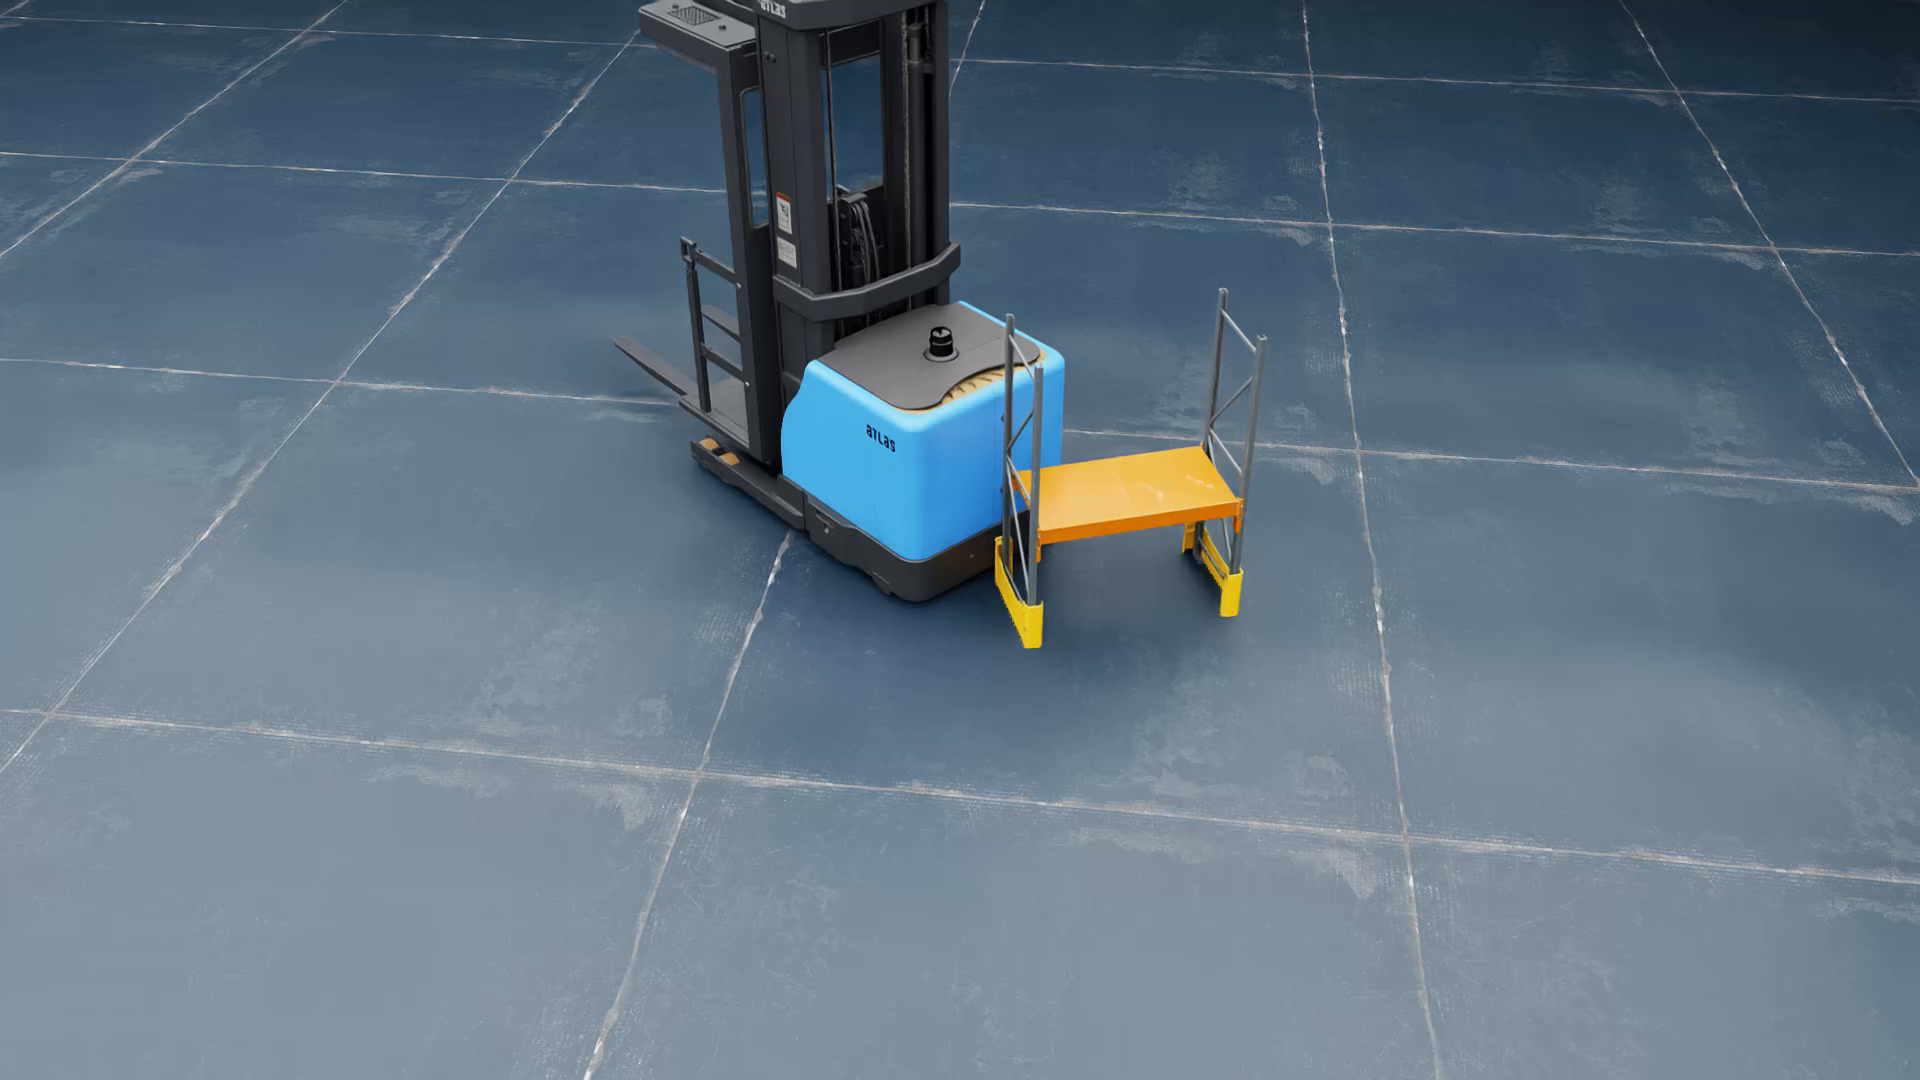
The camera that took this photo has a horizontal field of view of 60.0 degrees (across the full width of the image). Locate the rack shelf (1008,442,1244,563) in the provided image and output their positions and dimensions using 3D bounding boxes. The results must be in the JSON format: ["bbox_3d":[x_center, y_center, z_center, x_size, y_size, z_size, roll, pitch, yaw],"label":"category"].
[{"bbox_3d":[0.773,-0.187,7.887,1.000,0.185,0.538,-8,36,-12],"label":"rack shelf"}]

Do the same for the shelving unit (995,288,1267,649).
[{"bbox_3d":[0.764,-0.332,7.781,1.083,1.500,0.587,-8,36,-12],"label":"shelving unit"}]

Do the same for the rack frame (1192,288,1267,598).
[{"bbox_3d":[1.266,-0.406,7.884,0.032,1.500,0.500,-8,36,-12],"label":"rack frame"}]

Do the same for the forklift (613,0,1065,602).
[{"bbox_3d":[-0.823,-1.672,8.427,1.130,2.935,3.031,-27,43,-32],"label":"forklift"}]

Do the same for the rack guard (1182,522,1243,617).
[{"bbox_3d":[1.247,0.106,8.244,0.087,0.250,0.587,-8,36,-12],"label":"rack guard"}]

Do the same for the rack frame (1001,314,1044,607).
[{"bbox_3d":[0.280,-0.261,7.681,0.032,1.500,0.500,-8,36,-12],"label":"rack frame"}]

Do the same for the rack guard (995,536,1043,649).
[{"bbox_3d":[0.281,0.248,8.045,0.087,0.250,0.587,-8,36,-12],"label":"rack guard"}]
